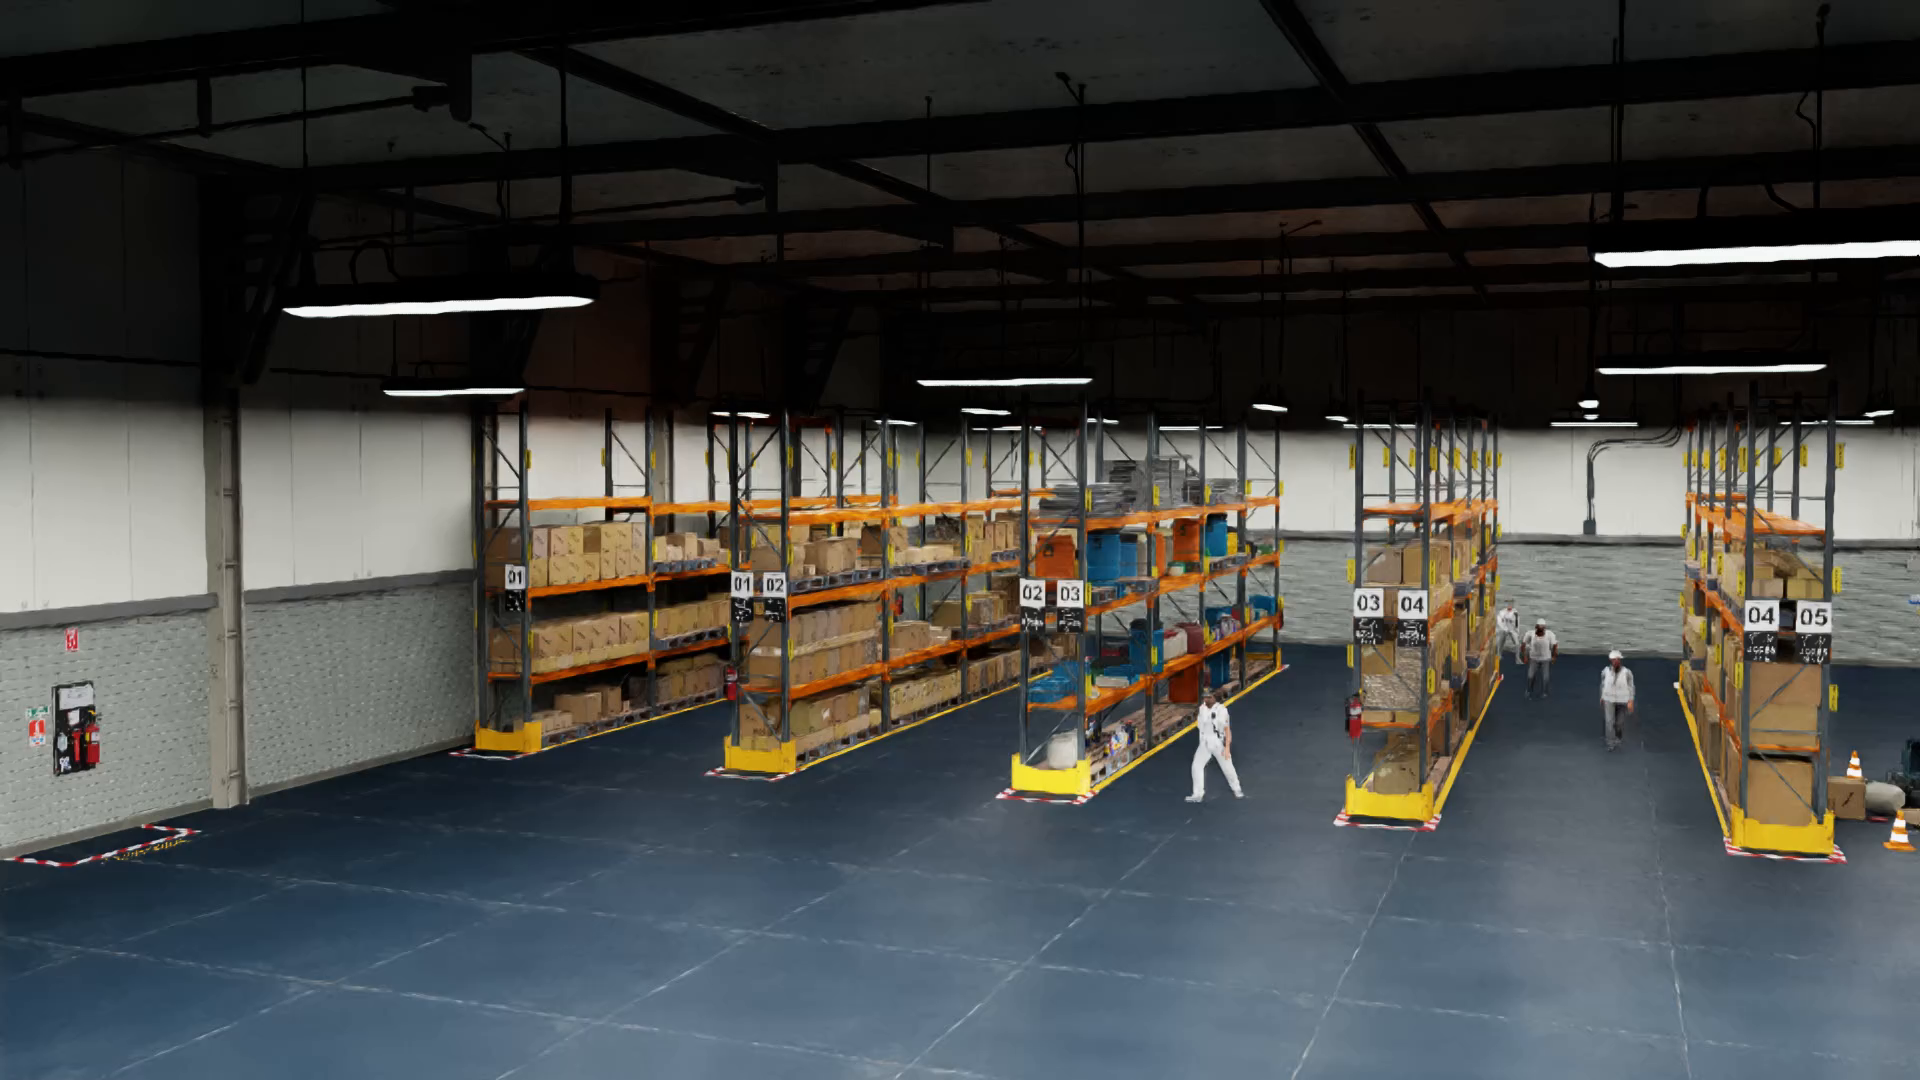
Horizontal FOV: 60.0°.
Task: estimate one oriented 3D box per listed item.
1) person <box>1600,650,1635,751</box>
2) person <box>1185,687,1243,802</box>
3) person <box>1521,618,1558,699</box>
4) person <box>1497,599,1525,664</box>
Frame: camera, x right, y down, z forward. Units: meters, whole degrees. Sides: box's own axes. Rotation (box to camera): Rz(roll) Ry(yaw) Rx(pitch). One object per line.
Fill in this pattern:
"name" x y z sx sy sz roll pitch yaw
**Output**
"person" 11.318 2.747 28.634 0.553 1.725 1.030 1 3 20
"person" 3.734 2.967 24.300 0.585 1.697 0.977 2 4 41
"person" 12.065 2.468 34.634 0.719 1.714 0.578 1 3 19
"person" 13.406 2.214 40.629 0.639 1.610 0.807 0 3 5
